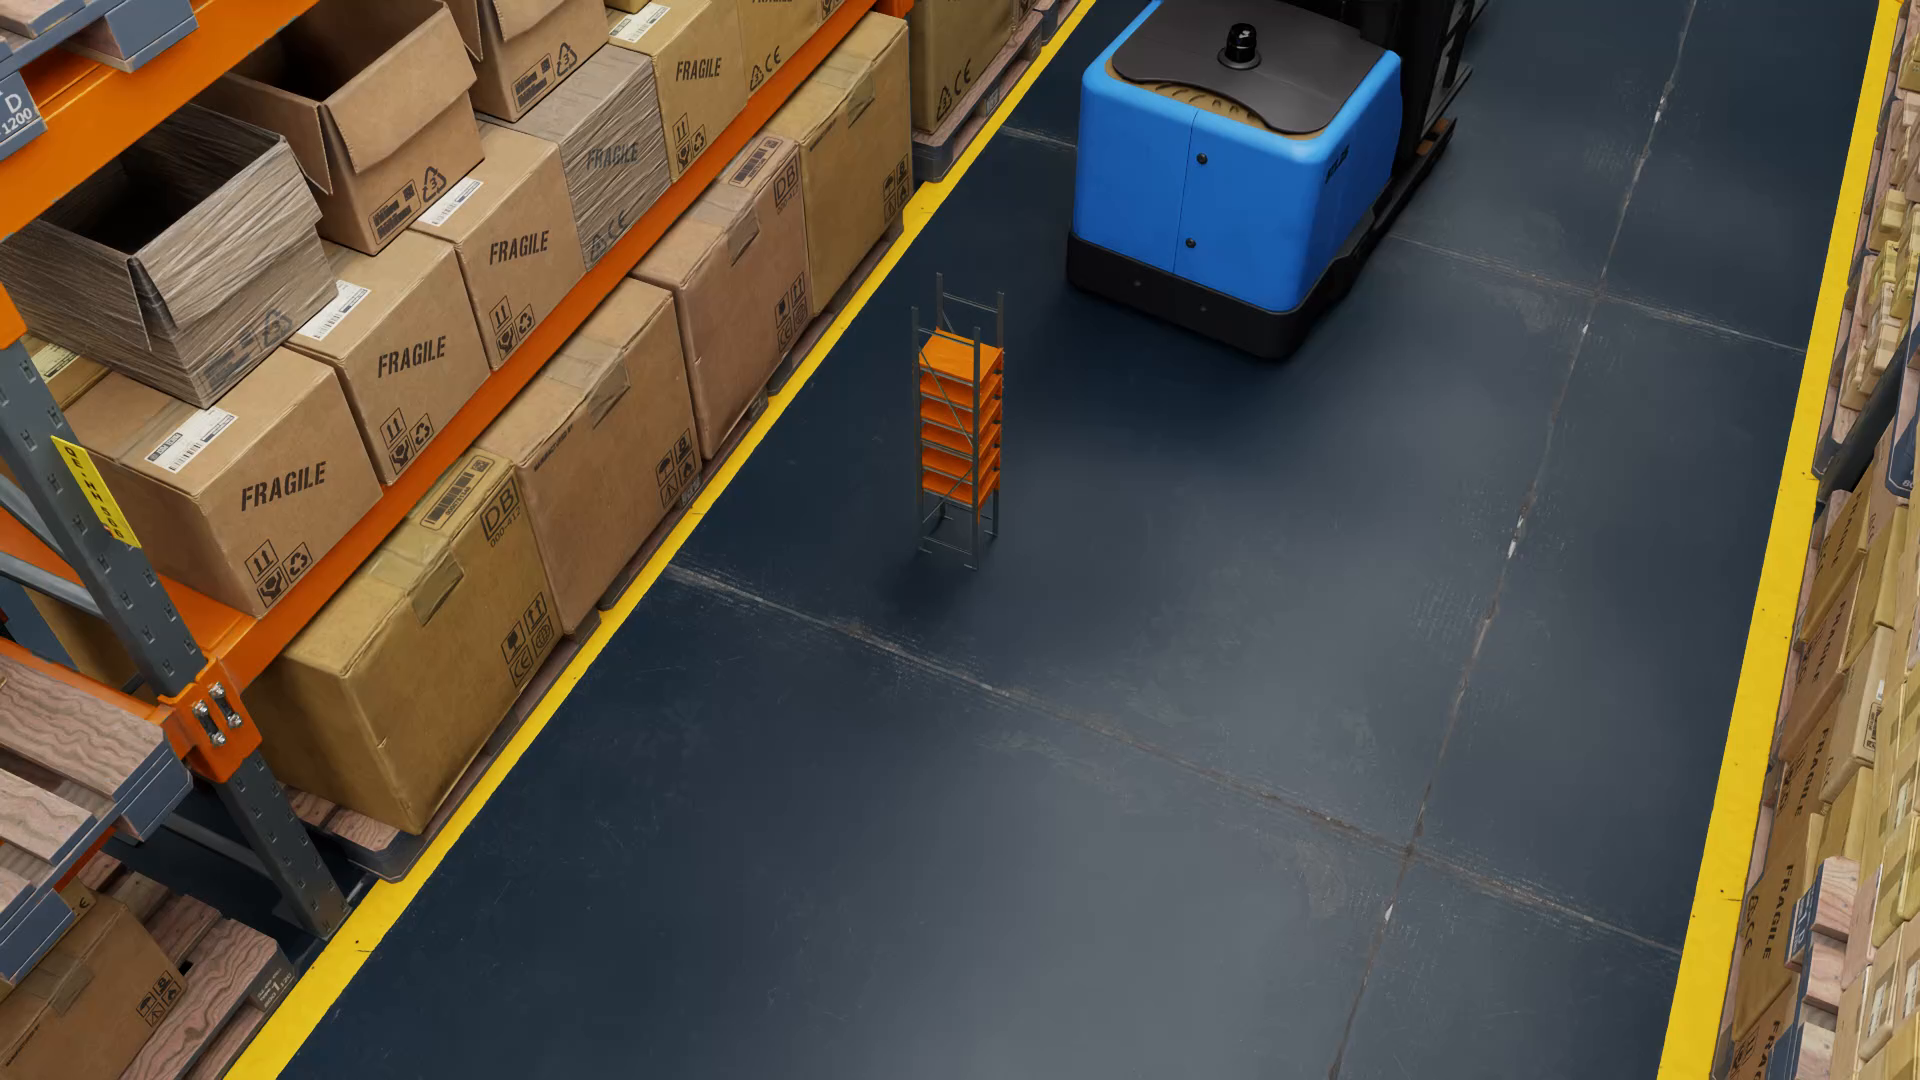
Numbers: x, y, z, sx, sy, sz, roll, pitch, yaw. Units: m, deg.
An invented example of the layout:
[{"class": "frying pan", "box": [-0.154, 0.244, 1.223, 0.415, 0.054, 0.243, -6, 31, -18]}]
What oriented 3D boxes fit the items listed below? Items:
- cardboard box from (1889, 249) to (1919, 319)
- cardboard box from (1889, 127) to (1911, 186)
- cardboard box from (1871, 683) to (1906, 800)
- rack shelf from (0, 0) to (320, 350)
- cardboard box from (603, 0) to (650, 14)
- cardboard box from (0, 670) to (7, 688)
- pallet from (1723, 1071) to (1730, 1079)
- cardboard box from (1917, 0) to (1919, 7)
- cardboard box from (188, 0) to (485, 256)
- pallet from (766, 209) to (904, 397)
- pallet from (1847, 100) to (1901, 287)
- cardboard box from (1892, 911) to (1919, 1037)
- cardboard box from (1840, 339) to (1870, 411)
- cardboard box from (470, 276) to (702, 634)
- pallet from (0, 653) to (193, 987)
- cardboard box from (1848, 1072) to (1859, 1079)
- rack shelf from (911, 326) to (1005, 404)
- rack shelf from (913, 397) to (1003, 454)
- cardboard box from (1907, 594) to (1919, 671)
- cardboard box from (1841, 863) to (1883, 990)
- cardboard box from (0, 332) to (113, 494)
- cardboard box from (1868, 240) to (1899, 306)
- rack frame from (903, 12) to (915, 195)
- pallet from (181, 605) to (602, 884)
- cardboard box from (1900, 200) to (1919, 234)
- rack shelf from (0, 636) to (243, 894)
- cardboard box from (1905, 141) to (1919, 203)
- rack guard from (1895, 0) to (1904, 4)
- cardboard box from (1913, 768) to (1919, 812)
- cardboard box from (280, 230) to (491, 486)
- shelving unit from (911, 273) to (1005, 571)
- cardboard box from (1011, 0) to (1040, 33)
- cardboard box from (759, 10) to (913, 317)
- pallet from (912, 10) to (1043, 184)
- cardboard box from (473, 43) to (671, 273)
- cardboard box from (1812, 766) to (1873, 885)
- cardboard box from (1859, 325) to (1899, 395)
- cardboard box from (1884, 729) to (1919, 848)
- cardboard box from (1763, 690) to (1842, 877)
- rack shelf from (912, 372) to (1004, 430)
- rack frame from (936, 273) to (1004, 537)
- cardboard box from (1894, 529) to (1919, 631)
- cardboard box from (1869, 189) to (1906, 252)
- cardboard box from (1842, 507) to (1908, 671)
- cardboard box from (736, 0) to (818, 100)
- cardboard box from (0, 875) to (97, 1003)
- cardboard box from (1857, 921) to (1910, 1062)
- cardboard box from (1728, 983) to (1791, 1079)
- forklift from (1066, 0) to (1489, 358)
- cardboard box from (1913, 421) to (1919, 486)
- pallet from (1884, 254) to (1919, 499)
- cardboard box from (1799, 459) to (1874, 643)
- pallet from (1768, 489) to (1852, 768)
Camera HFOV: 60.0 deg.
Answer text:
[{"class": "cardboard box", "box": [3.745, -0.917, 6.267, 0.380, 0.149, 0.250, 20, 53, 17]}, {"class": "cardboard box", "box": [4.302, -1.634, 7.267, 0.380, 0.149, 0.250, 20, 52, 16]}, {"class": "cardboard box", "box": [2.282, 0.513, 3.733, 0.380, 0.149, 0.250, 18, 52, 15]}, {"class": "rack shelf", "box": [-1.541, -2.039, 4.518, 1.077, 0.370, 4.000, 20, 52, 16]}, {"class": "cardboard box", "box": [-1.255, -2.123, 5.363, 0.797, 0.503, 0.637, 20, 53, 16]}, {"class": "cardboard box", "box": [-2.590, 0.294, 3.689, 0.500, 0.500, 0.500, 14, 51, 12]}, {"class": "pallet", "box": [2.382, 2.127, 4.302, 1.003, 0.211, 1.213, 20, 52, 16]}, {"class": "cardboard box", "box": [4.951, -2.704, 8.177, 0.380, 0.149, 0.250, 21, 53, 17]}, {"class": "cardboard box", "box": [-1.787, -1.226, 4.600, 0.797, 0.503, 0.637, 21, 53, 17]}, {"class": "pallet", "box": [-0.948, -1.218, 7.147, 1.003, 0.211, 1.213, 20, 52, 16]}, {"class": "pallet", "box": [4.530, -1.407, 7.309, 1.003, 0.211, 1.213, 20, 52, 16]}, {"class": "cardboard box", "box": [1.951, 0.854, 3.052, 0.380, 0.149, 0.250, 19, 52, 16]}, {"class": "cardboard box", "box": [3.615, -0.587, 6.376, 0.380, 0.149, 0.250, 20, 53, 17]}, {"class": "cardboard box", "box": [-1.694, -0.450, 5.783, 1.225, 0.875, 0.875, 20, 52, 16]}, {"class": "pallet", "box": [-2.603, 0.665, 3.841, 1.213, 0.211, 1.003, 20, 52, 16]}, {"class": "cardboard box", "box": [1.842, 1.217, 3.134, 0.380, 0.149, 0.250, 21, 53, 17]}, {"class": "rack shelf", "box": [-0.006, -0.583, 5.544, 0.258, 0.103, 0.180, 20, 52, 16]}, {"class": "rack shelf", "box": [-0.006, -0.428, 5.727, 0.258, 0.103, 0.180, 20, 52, 16]}, {"class": "cardboard box", "box": [2.395, 0.232, 3.777, 0.380, 0.149, 0.250, 21, 53, 17]}, {"class": "cardboard box", "box": [2.059, 0.869, 3.430, 0.380, 0.149, 0.250, 21, 53, 17]}, {"class": "cardboard box", "box": [-2.408, -0.376, 4.534, 0.500, 0.500, 0.500, 21, 53, 17]}, {"class": "cardboard box", "box": [3.805, -1.003, 6.535, 0.380, 0.149, 0.250, 18, 52, 15]}, {"class": "rack frame", "box": [-0.686, -2.677, 6.558, 1.000, 3.000, 0.127, 20, 52, 16]}, {"class": "pallet", "box": [-1.990, 0.463, 5.718, 1.003, 0.211, 1.213, 20, 52, 16]}, {"class": "cardboard box", "box": [4.092, -1.326, 6.810, 0.380, 0.149, 0.250, 21, 53, 17]}, {"class": "rack shelf", "box": [-3.249, 1.688, 3.317, 1.077, 0.370, 4.000, 20, 52, 16]}, {"class": "cardboard box", "box": [4.059, -1.461, 6.729, 0.380, 0.149, 0.250, 17, 52, 14]}, {"class": "rack guard", "box": [5.432, -2.886, 8.377, 1.175, 0.500, 0.348, 20, 52, 16]}, {"class": "cardboard box", "box": [2.173, 0.489, 3.363, 0.380, 0.149, 0.250, 21, 53, 17]}, {"class": "cardboard box", "box": [-1.723, -0.557, 4.689, 0.500, 0.500, 0.500, 19, 52, 15]}, {"class": "shelving unit", "box": [-0.006, -0.379, 5.785, 0.258, 1.200, 0.189, 20, 52, 16]}, {"class": "cardboard box", "box": [0.053, -3.173, 8.100, 0.875, 0.875, 0.875, 20, 52, 16]}, {"class": "cardboard box", "box": [-0.941, -1.677, 6.827, 1.225, 0.875, 0.875, 20, 52, 16]}, {"class": "pallet", "box": [-0.290, -2.272, 8.044, 1.003, 0.211, 1.213, 20, 52, 16]}, {"class": "cardboard box", "box": [-1.292, -1.255, 5.282, 0.500, 0.500, 0.500, 20, 52, 16]}, {"class": "cardboard box", "box": [2.539, 0.939, 4.354, 0.500, 0.250, 0.500, 21, 53, 17]}, {"class": "cardboard box", "box": [3.602, -0.623, 6.211, 0.380, 0.149, 0.250, 21, 53, 17]}, {"class": "cardboard box", "box": [2.176, 0.583, 3.478, 0.380, 0.149, 0.250, 20, 52, 16]}, {"class": "cardboard box", "box": [2.764, 0.833, 4.937, 0.500, 0.500, 0.500, 21, 53, 17]}, {"class": "rack shelf", "box": [-0.006, -0.506, 5.636, 0.258, 0.103, 0.180, 20, 52, 16]}, {"class": "rack frame", "box": [0.033, -0.442, 5.838, 0.240, 1.200, 0.006, 20, 52, 16]}, {"class": "cardboard box", "box": [2.508, 0.147, 4.045, 0.380, 0.149, 0.250, 18, 52, 14]}, {"class": "cardboard box", "box": [4.057, -1.300, 6.982, 0.380, 0.149, 0.250, 20, 52, 16]}, {"class": "cardboard box", "box": [2.975, 0.228, 4.960, 0.500, 0.250, 0.500, 21, 53, 17]}, {"class": "cardboard box", "box": [-0.857, -1.960, 5.883, 0.500, 0.500, 0.500, 21, 53, 17]}, {"class": "cardboard box", "box": [-2.654, 0.973, 4.313, 0.500, 0.250, 0.500, 22, 53, 18]}, {"class": "cardboard box", "box": [1.958, 0.937, 3.177, 0.380, 0.149, 0.250, 22, 53, 17]}, {"class": "cardboard box", "box": [2.316, 1.540, 4.336, 0.500, 0.500, 0.500, 22, 53, 18]}, {"class": "forklift", "box": [1.652, -2.805, 6.712, 1.130, 2.935, 3.031, 25, 54, 20]}, {"class": "cardboard box", "box": [2.731, -0.215, 4.353, 0.380, 0.149, 0.250, 18, 52, 15]}, {"class": "pallet", "box": [3.297, -0.453, 4.792, 1.003, 0.211, 1.213, 20, 52, 16]}, {"class": "cardboard box", "box": [3.200, 0.103, 5.559, 0.500, 0.500, 0.500, 22, 53, 17]}, {"class": "pallet", "box": [3.424, 0.447, 5.731, 1.003, 0.211, 1.213, 20, 52, 16]}]
